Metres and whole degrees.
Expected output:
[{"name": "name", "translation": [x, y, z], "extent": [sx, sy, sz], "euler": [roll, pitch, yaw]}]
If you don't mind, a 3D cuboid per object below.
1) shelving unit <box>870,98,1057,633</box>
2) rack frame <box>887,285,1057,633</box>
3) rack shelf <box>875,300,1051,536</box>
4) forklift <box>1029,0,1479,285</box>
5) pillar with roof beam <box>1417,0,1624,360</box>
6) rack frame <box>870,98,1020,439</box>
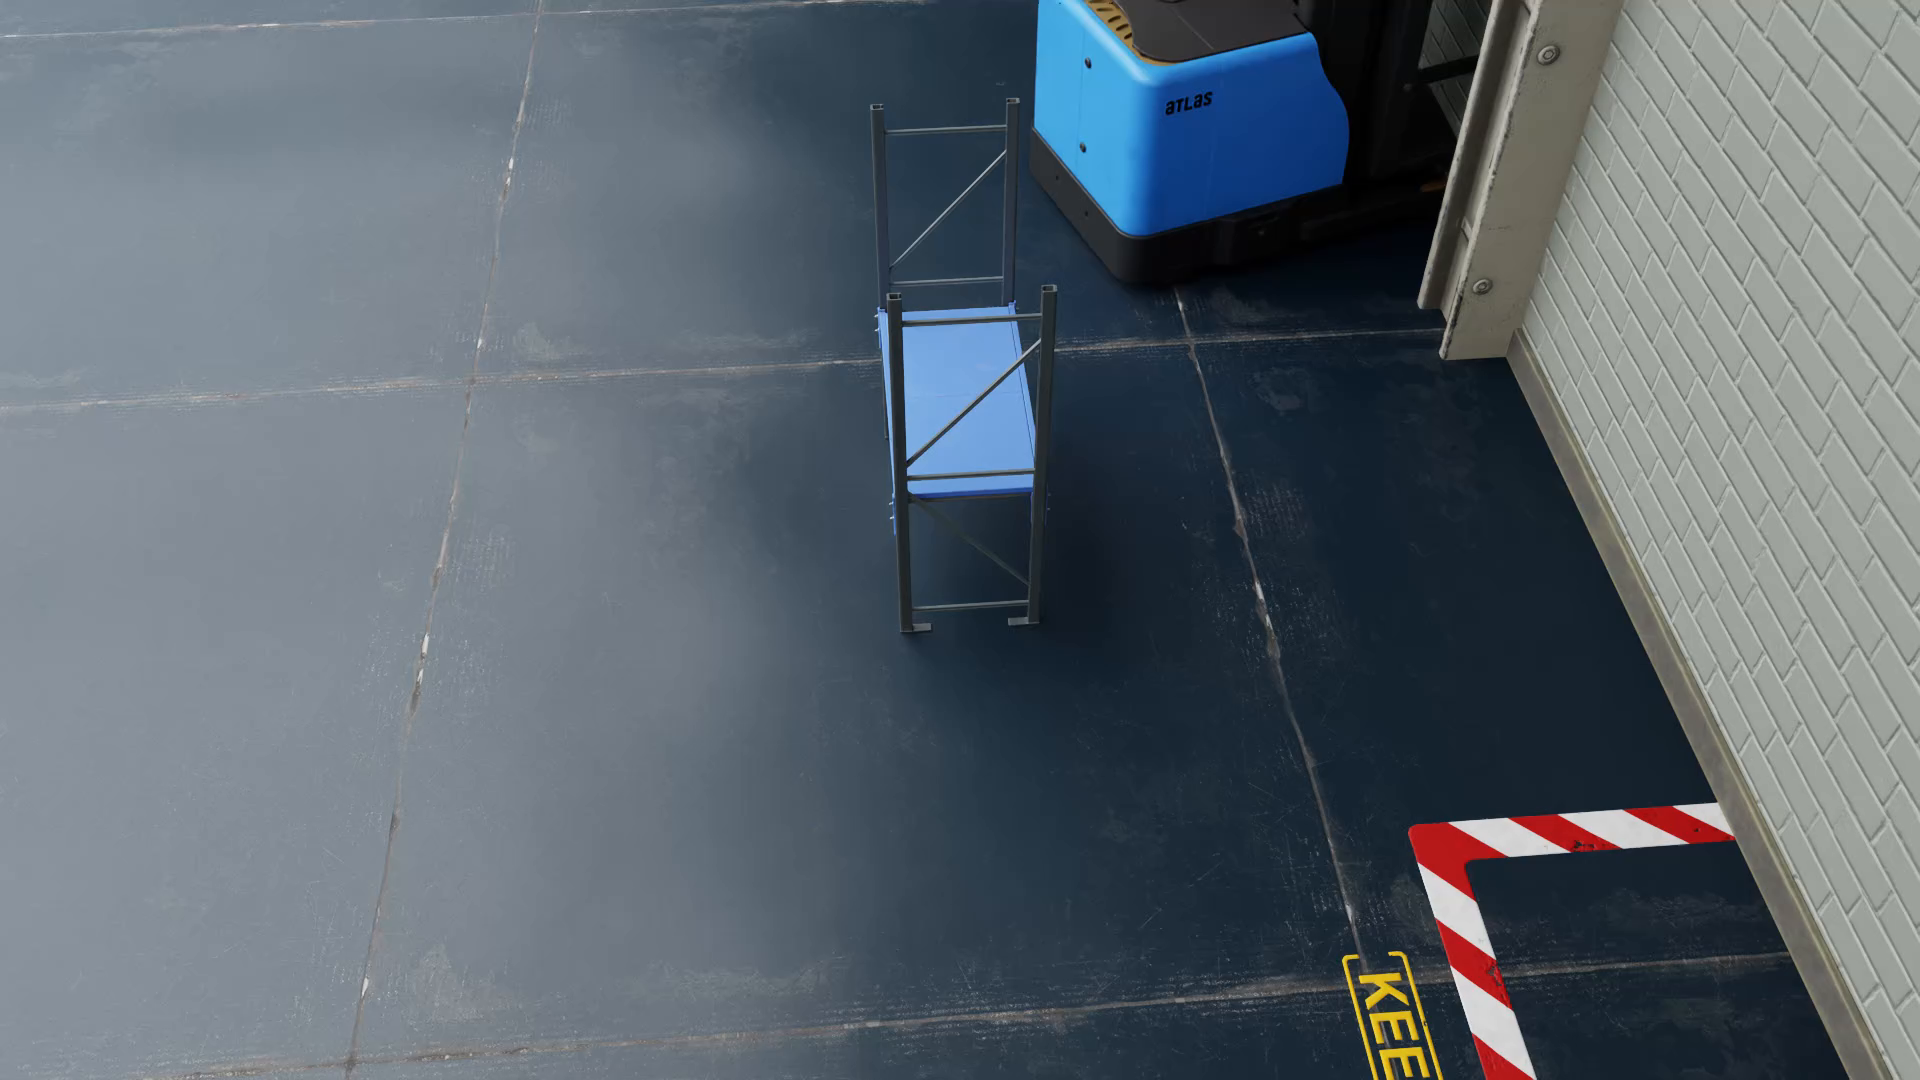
[{"name": "shelving unit", "translation": [-0.007, -0.577, 5.764], "extent": [0.538, 1.500, 1.048], "euler": [-3, 47, -3]}, {"name": "rack frame", "translation": [0.035, -0.210, 5.416], "extent": [0.500, 1.500, 0.032], "euler": [-3, 47, -3]}, {"name": "rack shelf", "translation": [-0.007, -0.454, 5.895], "extent": [0.538, 0.185, 1.000], "euler": [-3, 47, -3]}, {"name": "forklift", "translation": [1.890, -2.830, 6.911], "extent": [3.031, 2.935, 1.130], "euler": [-17, 49, -16]}, {"name": "pillar with roof beam", "translation": [-2.133, -3.739, 3.593], "extent": [9.100, 9.000, 0.400], "euler": [-3, 47, -3]}, {"name": "rack frame", "translation": [-0.050, -0.945, 6.112], "extent": [0.500, 1.500, 0.032], "euler": [-3, 47, -3]}]
